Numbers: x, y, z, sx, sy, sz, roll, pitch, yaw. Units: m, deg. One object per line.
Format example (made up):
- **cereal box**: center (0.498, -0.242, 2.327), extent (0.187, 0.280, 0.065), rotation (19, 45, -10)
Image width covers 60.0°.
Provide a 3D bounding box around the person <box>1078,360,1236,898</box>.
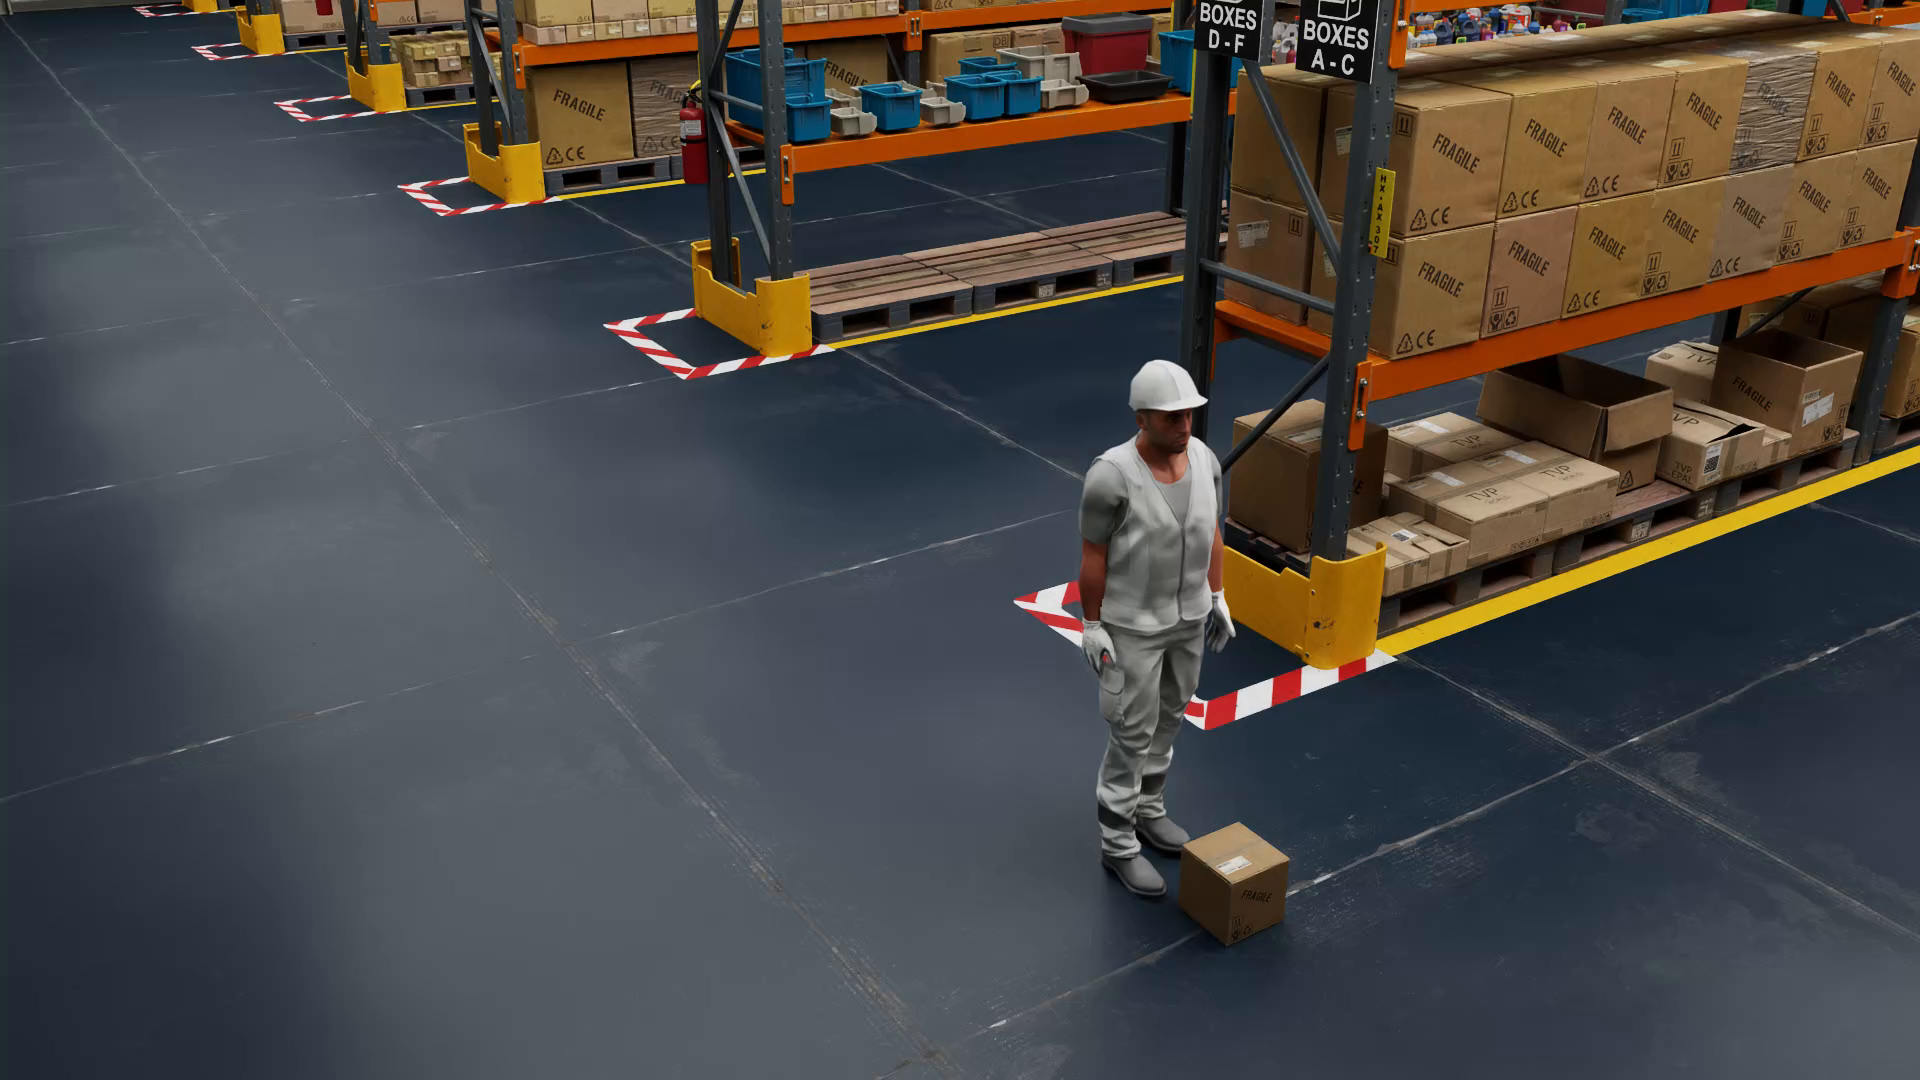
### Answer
- **person**: center (0.687, 0.284, 5.464), extent (0.540, 1.791, 0.461), rotation (-15, 29, -29)
